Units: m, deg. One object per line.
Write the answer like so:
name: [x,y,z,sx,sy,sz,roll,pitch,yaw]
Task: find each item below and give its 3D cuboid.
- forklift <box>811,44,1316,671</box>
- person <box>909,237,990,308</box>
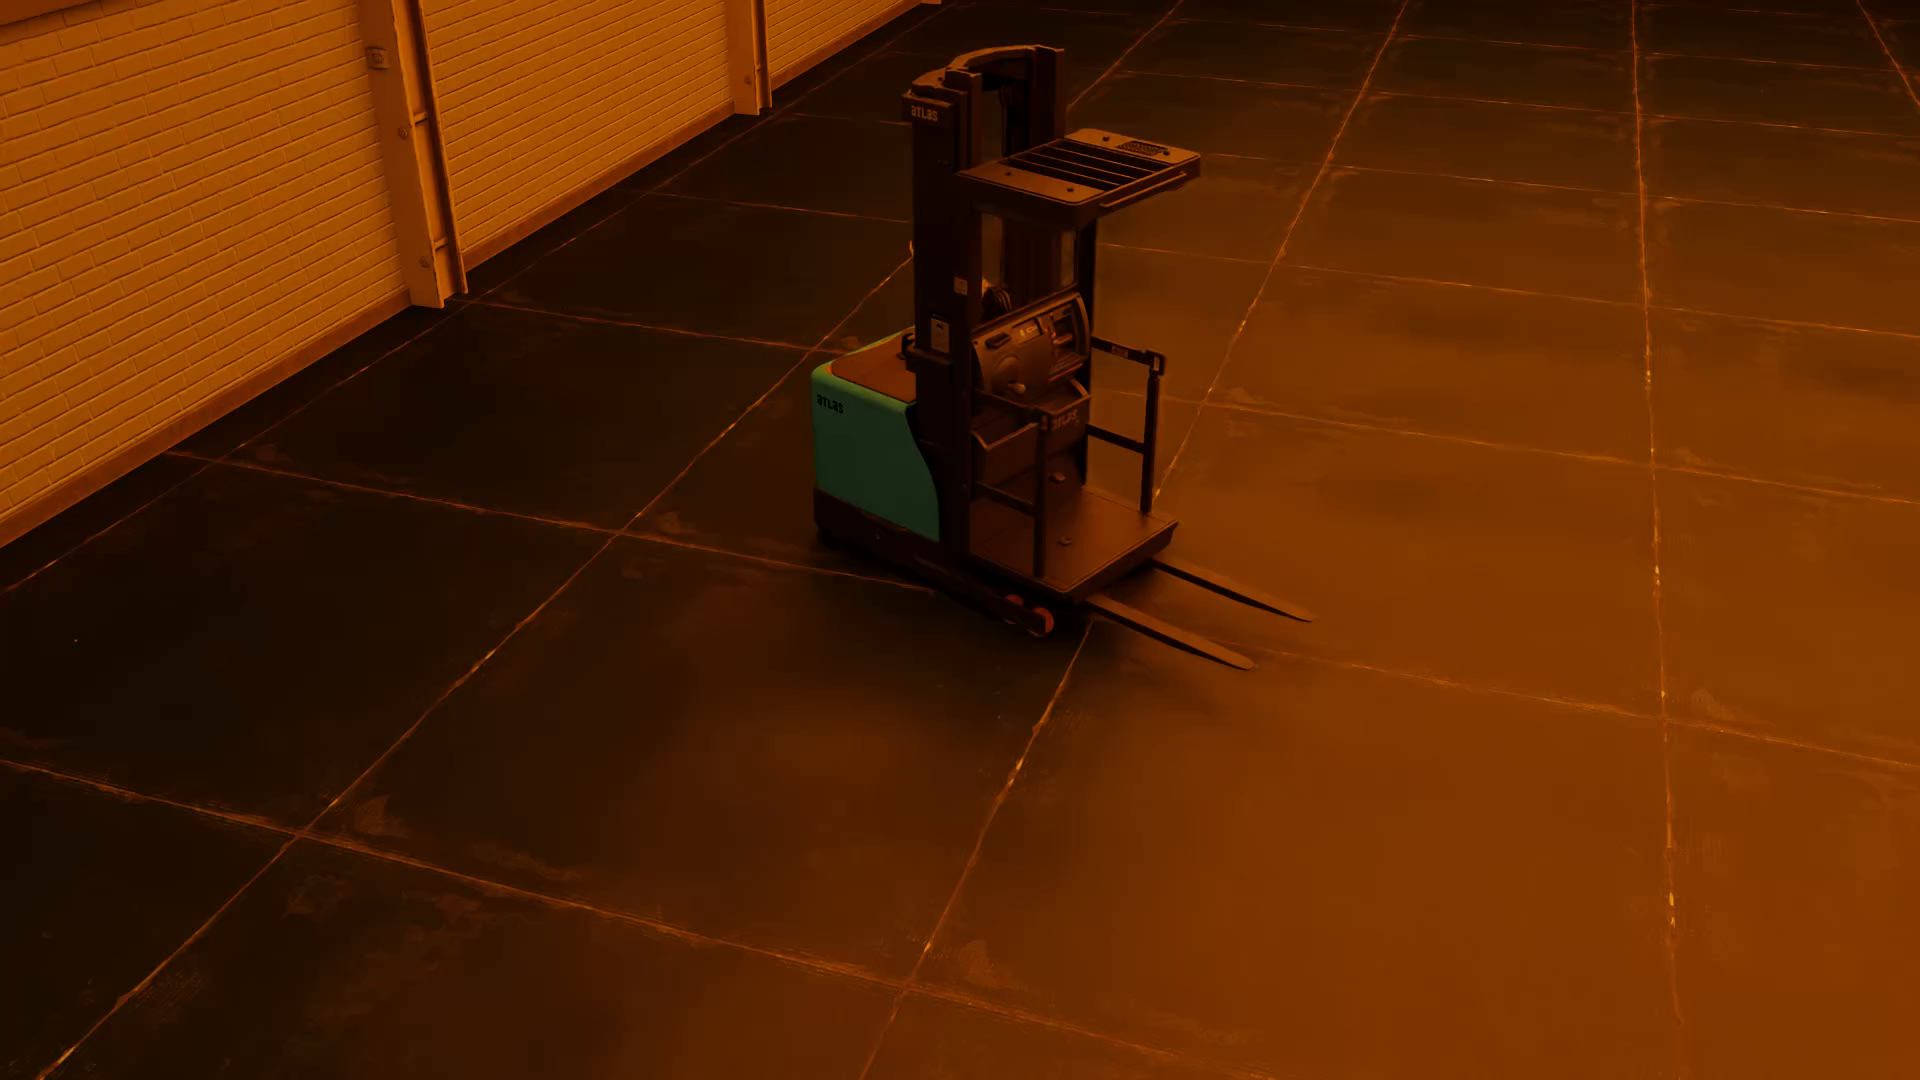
forklift: [0.553,-1.034,8.950,3.031,2.935,1.130,23,37,35]
person: [0.106,-1.140,10.553,0.880,1.536,0.760,4,30,7]
